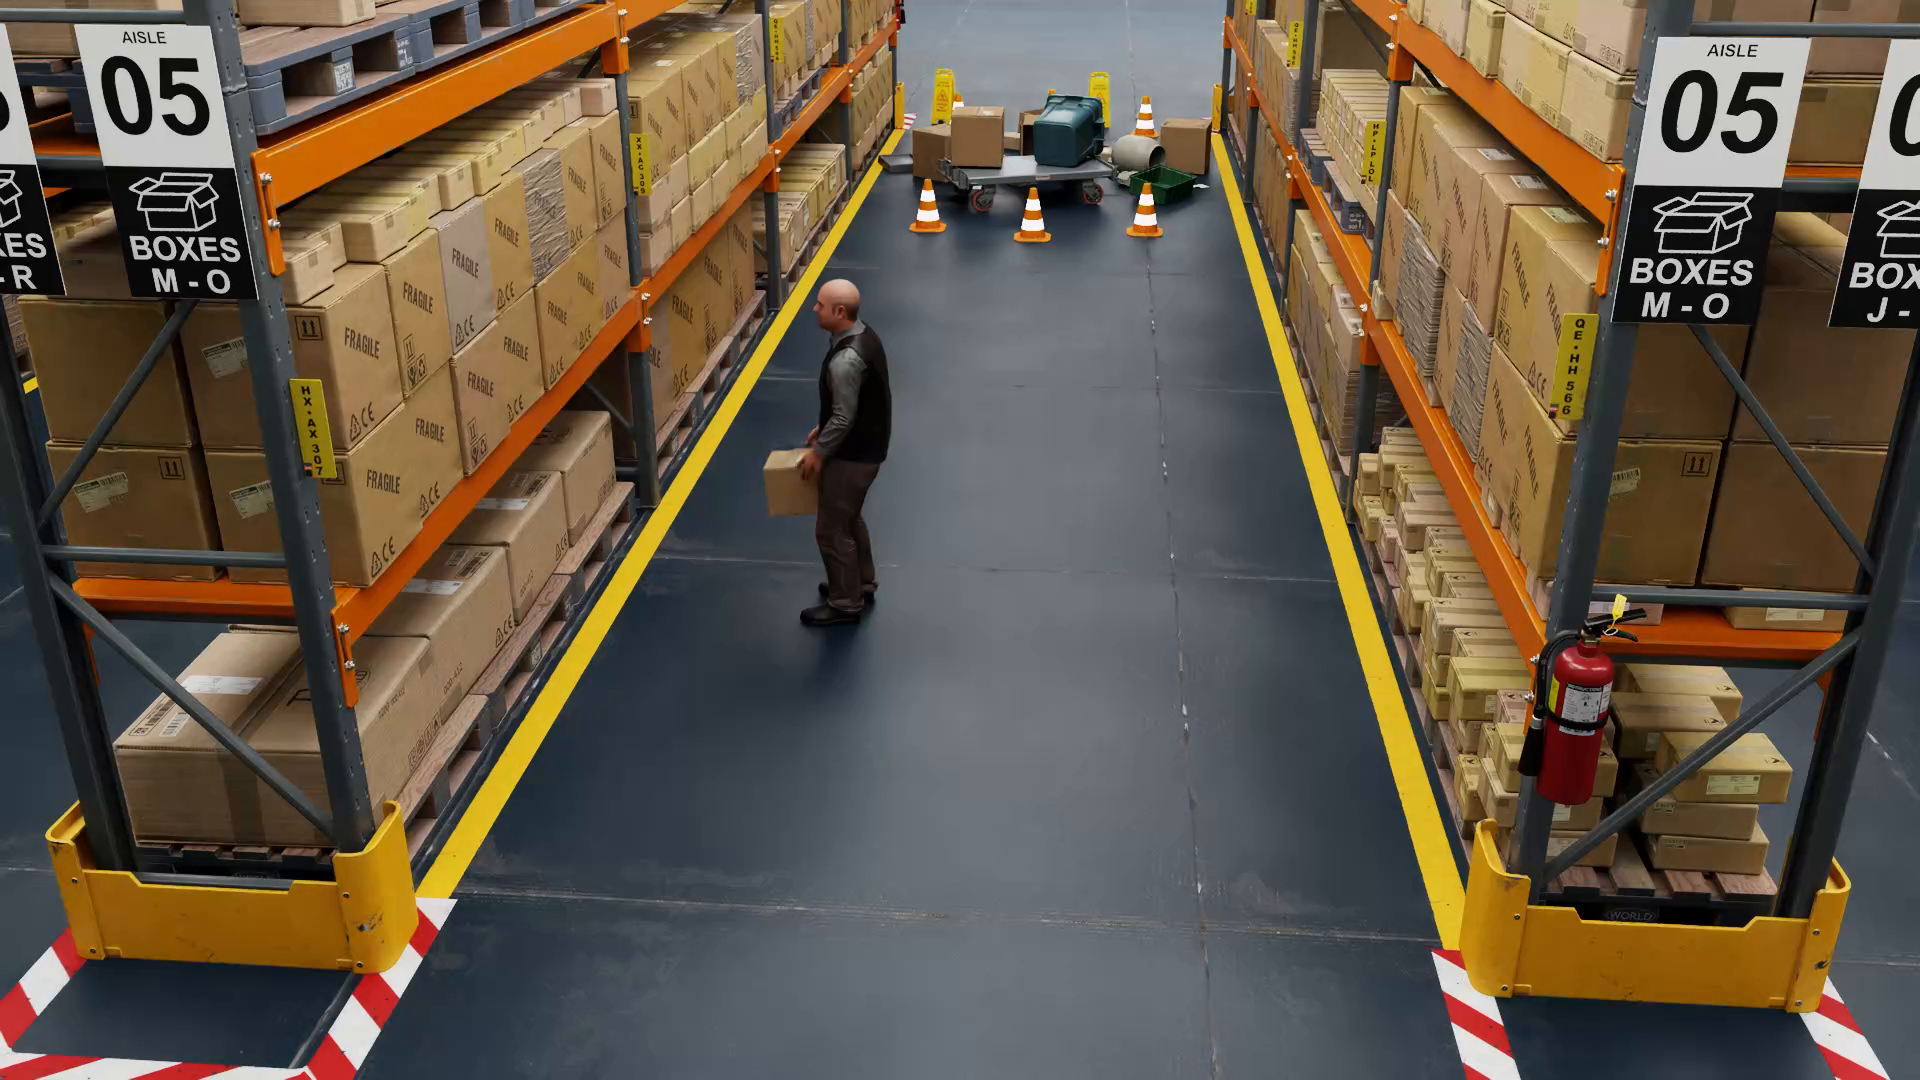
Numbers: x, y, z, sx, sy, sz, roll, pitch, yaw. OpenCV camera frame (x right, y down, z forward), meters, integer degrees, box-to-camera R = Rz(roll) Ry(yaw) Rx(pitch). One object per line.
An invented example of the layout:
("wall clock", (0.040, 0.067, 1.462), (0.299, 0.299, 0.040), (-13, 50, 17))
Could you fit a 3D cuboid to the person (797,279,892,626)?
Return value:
("person", (-0.560, -0.421, 8.056), (0.470, 1.727, 0.551), (1, 24, 3))
